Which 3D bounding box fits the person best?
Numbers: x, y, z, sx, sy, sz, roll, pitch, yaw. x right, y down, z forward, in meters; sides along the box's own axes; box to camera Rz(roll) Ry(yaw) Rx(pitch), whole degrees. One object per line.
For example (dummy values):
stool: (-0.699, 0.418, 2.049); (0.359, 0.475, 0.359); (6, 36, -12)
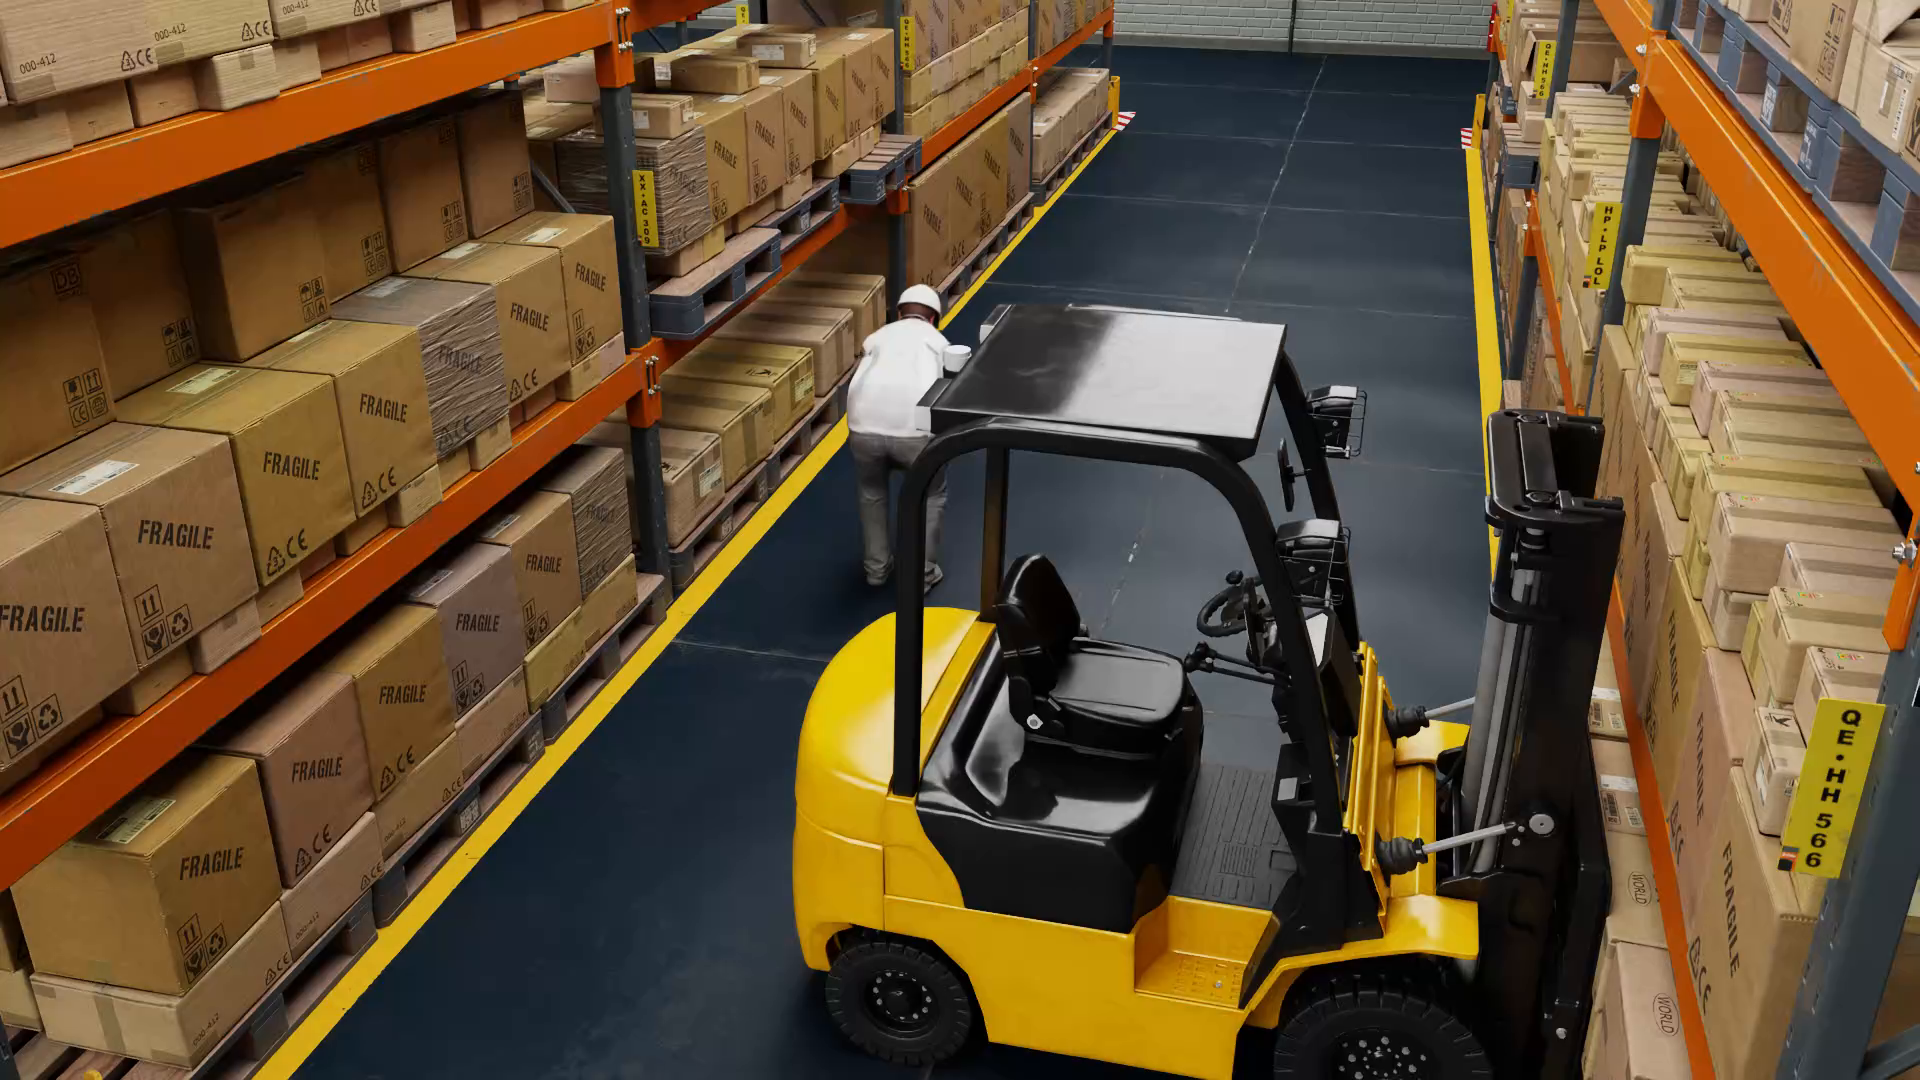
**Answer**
person: (-0.265, -0.491, 8.128); (0.475, 1.347, 0.936); (5, 26, 11)
